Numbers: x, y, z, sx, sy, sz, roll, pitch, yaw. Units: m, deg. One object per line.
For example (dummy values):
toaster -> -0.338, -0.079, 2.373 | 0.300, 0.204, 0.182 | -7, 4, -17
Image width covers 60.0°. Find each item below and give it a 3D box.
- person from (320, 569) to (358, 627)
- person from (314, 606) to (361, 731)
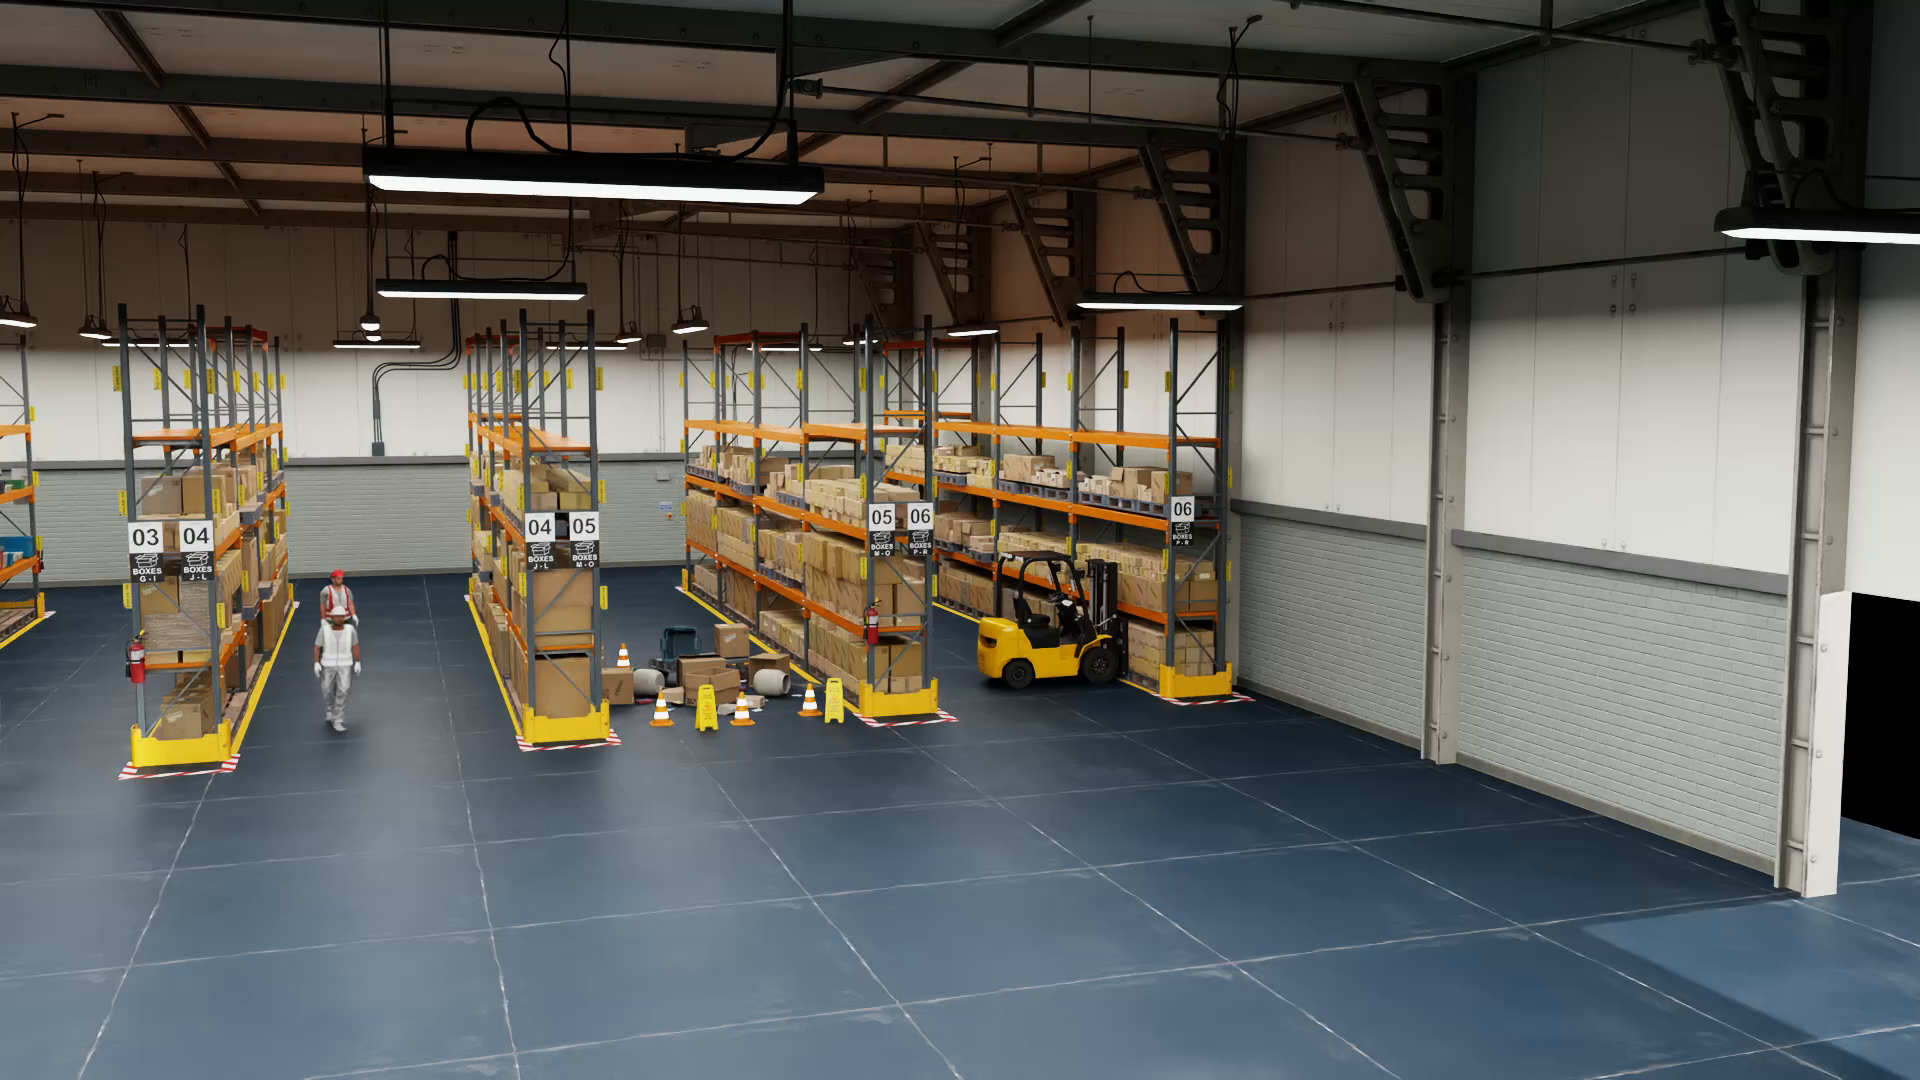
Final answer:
person -> -10.616, 1.426, 28.559 | 0.550, 1.818, 0.668 | -5, 8, -44
person -> -9.055, 1.856, 24.194 | 0.656, 1.803, 0.734 | -3, 6, -25
